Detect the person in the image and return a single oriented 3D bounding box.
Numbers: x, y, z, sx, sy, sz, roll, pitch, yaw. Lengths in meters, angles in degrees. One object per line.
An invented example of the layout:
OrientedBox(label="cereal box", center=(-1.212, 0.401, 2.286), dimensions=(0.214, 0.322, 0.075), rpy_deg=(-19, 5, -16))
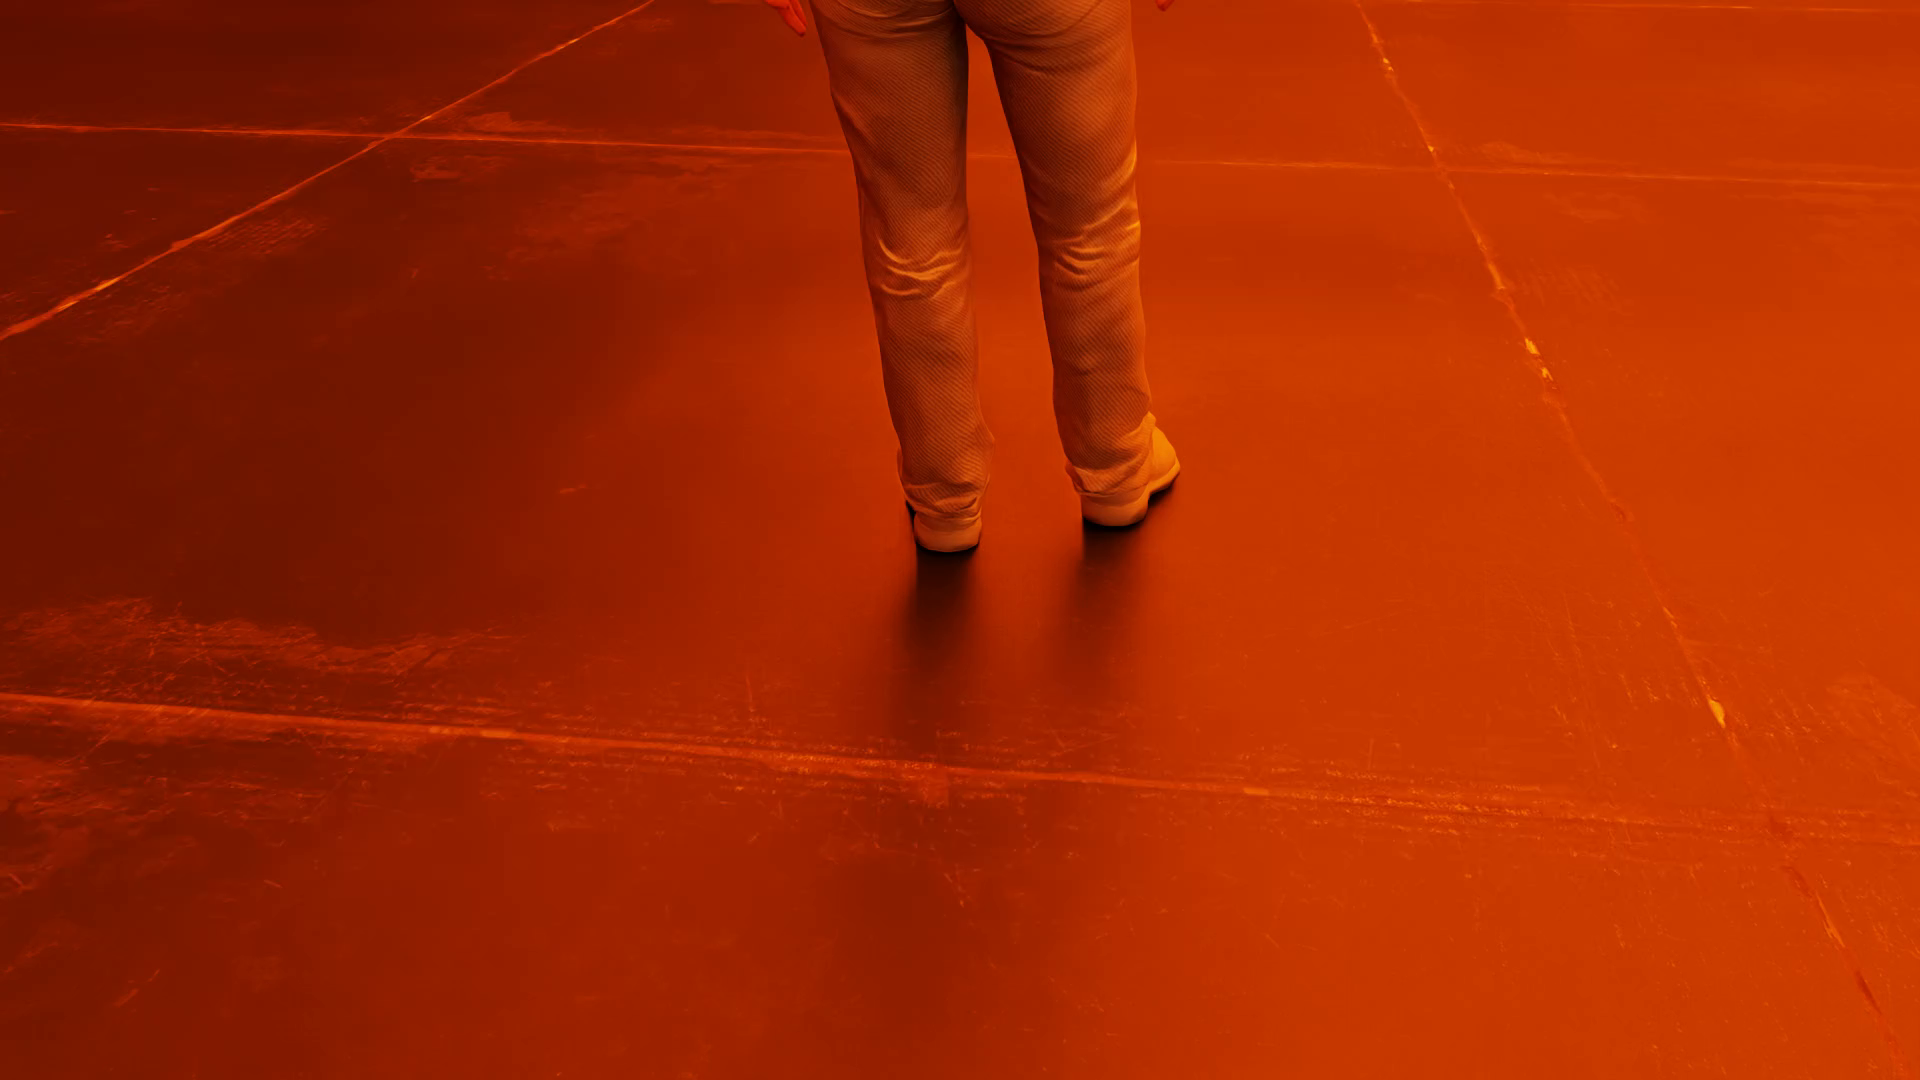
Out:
OrientedBox(label="person", center=(0.016, -0.828, 2.156), dimensions=(0.634, 1.775, 0.566), rpy_deg=(3, 27, 7))
